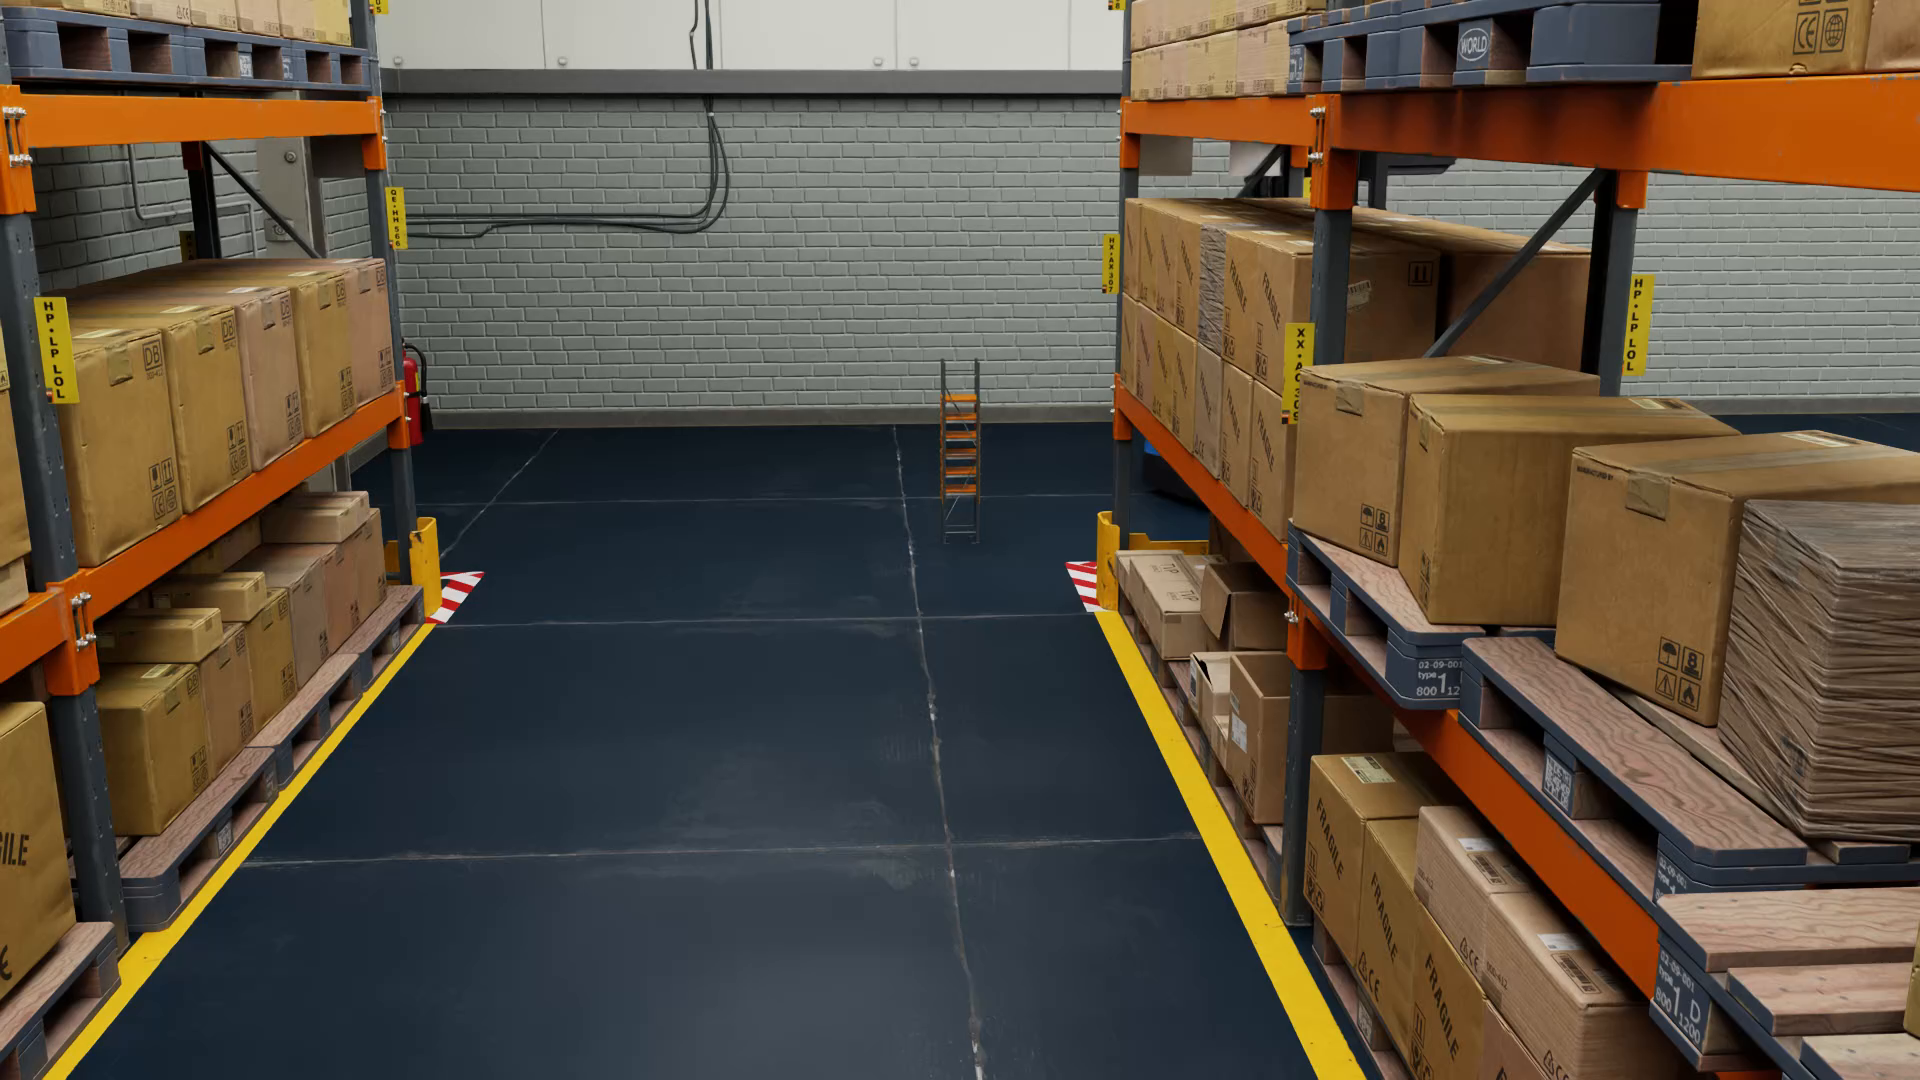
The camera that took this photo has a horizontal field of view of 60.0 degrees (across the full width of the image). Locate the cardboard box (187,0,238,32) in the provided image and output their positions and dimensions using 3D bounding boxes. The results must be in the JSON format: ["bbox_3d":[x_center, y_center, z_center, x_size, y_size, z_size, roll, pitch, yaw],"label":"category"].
[{"bbox_3d":[-3.150,-2.109,6.443,0.500,0.250,0.500,-1,14,-5],"label":"cardboard box"}]

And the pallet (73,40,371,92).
[{"bbox_3d":[-3.505,-2.267,7.977,1.003,0.211,1.213,-1,14,-3],"label":"pallet"}]

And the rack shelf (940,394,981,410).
[{"bbox_3d":[0.001,-0.883,10.784,0.258,0.103,0.180,-1,14,-3],"label":"rack shelf"}]

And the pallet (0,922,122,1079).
[{"bbox_3d":[-3.191,1.494,4.796,1.003,0.211,1.213,-1,14,-3],"label":"pallet"}]

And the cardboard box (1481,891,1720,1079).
[{"bbox_3d":[1.510,1.007,3.720,0.500,0.250,0.500,-1,14,-4],"label":"cardboard box"}]

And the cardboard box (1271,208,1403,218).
[{"bbox_3d":[1.753,-1.291,7.817,0.500,0.500,0.500,0,14,-2],"label":"cardboard box"}]

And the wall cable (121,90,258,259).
[{"bbox_3d":[-4.585,-1.838,10.111,0.084,1.984,1.851,-1,14,-3],"label":"wall cable"}]

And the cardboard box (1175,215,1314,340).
[{"bbox_3d":[1.245,-1.157,7.296,0.500,0.500,0.500,-1,14,-4],"label":"cardboard box"}]

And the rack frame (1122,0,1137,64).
[{"bbox_3d":[1.382,-4.025,8.610,1.000,3.000,0.127,-1,14,-3],"label":"rack frame"}]

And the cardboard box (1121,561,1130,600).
[{"bbox_3d":[1.081,0.211,8.988,0.380,0.166,0.250,-1,14,-3],"label":"cardboard box"}]

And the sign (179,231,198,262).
[{"bbox_3d":[-4.116,-1.493,8.911,0.100,0.325,0.005,-1,14,-3],"label":"sign"}]

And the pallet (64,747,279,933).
[{"bbox_3d":[-3.283,1.113,6.277,1.003,0.211,1.213,-1,14,-3],"label":"pallet"}]

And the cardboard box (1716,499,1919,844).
[{"bbox_3d":[1.860,0.233,3.057,0.700,0.500,0.500,2,15,7],"label":"cardboard box"}]

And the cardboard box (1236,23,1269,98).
[{"bbox_3d":[1.314,-1.746,6.074,0.500,0.250,0.500,-1,14,-3],"label":"cardboard box"}]

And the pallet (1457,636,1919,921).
[{"bbox_3d":[1.753,0.480,3.528,1.003,0.211,1.213,-1,14,-3],"label":"pallet"}]

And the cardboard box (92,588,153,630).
[{"bbox_3d":[-3.499,0.301,6.709,0.380,0.149,0.250,-1,14,-5],"label":"cardboard box"}]

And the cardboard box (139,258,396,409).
[{"bbox_3d":[-3.520,-1.061,8.527,0.980,0.700,0.700,0,14,-1],"label":"cardboard box"}]

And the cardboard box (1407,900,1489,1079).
[{"bbox_3d":[1.484,1.254,4.267,0.500,0.500,0.500,-1,14,-3],"label":"cardboard box"}]

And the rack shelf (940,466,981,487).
[{"bbox_3d":[0.001,-0.418,10.904,0.258,0.103,0.180,-1,14,-3],"label":"rack shelf"}]

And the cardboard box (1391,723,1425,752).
[{"bbox_3d":[1.820,0.857,6.190,0.500,0.311,0.500,-1,14,-3],"label":"cardboard box"}]

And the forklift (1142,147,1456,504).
[{"bbox_3d":[2.896,-1.855,12.353,3.031,2.935,1.130,-8,16,-28],"label":"forklift"}]

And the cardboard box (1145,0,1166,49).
[{"bbox_3d":[1.178,-2.485,7.944,0.500,0.250,0.500,-1,14,-3],"label":"cardboard box"}]

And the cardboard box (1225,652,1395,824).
[{"bbox_3d":[1.312,0.736,6.281,0.500,0.500,0.500,-1,14,-3],"label":"cardboard box"}]

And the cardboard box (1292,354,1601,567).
[{"bbox_3d":[1.436,-0.255,4.955,0.700,0.500,0.500,-6,16,-22],"label":"cardboard box"}]

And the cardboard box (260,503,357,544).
[{"bbox_3d":[-3.212,-0.084,8.204,0.380,0.149,0.250,0,14,-2],"label":"cardboard box"}]

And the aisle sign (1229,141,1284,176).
[{"bbox_3d":[1.684,-2.400,9.118,0.394,0.787,0.004,-1,14,-3],"label":"aisle sign"}]

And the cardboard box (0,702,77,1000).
[{"bbox_3d":[-3.144,0.950,4.785,0.750,0.750,0.750,-1,14,-3],"label":"cardboard box"}]

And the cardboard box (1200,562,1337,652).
[{"bbox_3d":[1.508,0.404,7.563,0.797,0.503,0.637,-1,14,-3],"label":"cardboard box"}]

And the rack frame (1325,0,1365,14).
[{"bbox_3d":[1.630,-3.030,4.743,1.000,3.000,0.127,-1,14,-3],"label":"rack frame"}]

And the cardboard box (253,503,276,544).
[{"bbox_3d":[-3.594,-0.078,8.183,0.380,0.149,0.250,-1,14,-3],"label":"cardboard box"}]

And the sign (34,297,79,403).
[{"bbox_3d":[-2.773,-0.580,5.098,0.100,0.325,0.005,-1,14,-3],"label":"sign"}]

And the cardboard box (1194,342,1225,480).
[{"bbox_3d":[1.276,-0.549,6.941,0.500,0.500,0.500,-1,14,-2],"label":"cardboard box"}]

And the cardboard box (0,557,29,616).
[{"bbox_3d":[-3.010,0.144,4.909,0.380,0.149,0.250,-1,14,-3],"label":"cardboard box"}]

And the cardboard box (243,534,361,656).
[{"bbox_3d":[-3.387,0.262,8.161,0.700,0.500,0.500,-1,14,-4],"label":"cardboard box"}]

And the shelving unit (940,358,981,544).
[{"bbox_3d":[0.001,-0.577,10.863,0.258,1.200,0.189,-1,14,-3],"label":"shelving unit"}]

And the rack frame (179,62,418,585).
[{"bbox_3d":[-3.562,-1.042,9.056,1.000,3.000,0.127,-1,14,-3],"label":"rack frame"}]

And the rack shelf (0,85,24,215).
[{"bbox_3d":[-3.190,-0.654,2.973,1.077,0.370,4.000,-1,14,-3],"label":"rack shelf"}]

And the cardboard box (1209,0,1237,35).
[{"bbox_3d":[1.273,-2.112,6.494,0.500,0.250,0.500,-1,14,-3],"label":"cardboard box"}]

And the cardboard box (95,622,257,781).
[{"bbox_3d":[-3.286,0.647,6.664,0.700,0.500,0.500,-1,14,-4],"label":"cardboard box"}]

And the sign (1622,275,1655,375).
[{"bbox_3d":[2.184,-0.695,5.383,0.100,0.325,0.005,-1,14,-3],"label":"sign"}]

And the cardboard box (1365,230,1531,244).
[{"bbox_3d":[1.849,-0.907,6.325,0.500,0.500,0.500,-1,14,-5],"label":"cardboard box"}]

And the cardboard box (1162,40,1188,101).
[{"bbox_3d":[1.211,-2.119,7.523,0.500,0.250,0.500,-1,14,-3],"label":"cardboard box"}]

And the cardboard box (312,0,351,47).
[{"bbox_3d":[-3.251,-2.496,7.945,0.500,0.250,0.500,0,14,-2],"label":"cardboard box"}]

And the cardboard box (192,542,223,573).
[{"bbox_3d":[-3.546,0.111,7.448,0.380,0.149,0.250,-1,14,-3],"label":"cardboard box"}]

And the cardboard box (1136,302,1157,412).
[{"bbox_3d":[1.184,-0.925,8.402,0.500,0.500,0.500,-1,14,-4],"label":"cardboard box"}]

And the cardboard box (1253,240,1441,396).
[{"bbox_3d":[1.340,-0.779,5.827,0.500,0.500,0.500,-1,14,-3],"label":"cardboard box"}]

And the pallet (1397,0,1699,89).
[{"bbox_3d":[1.668,-1.065,3.504,1.213,0.211,1.003,-1,14,-3],"label":"pallet"}]

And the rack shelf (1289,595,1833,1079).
[{"bbox_3d":[1.754,0.721,3.647,1.077,0.370,4.000,-1,14,-3],"label":"rack shelf"}]

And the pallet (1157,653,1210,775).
[{"bbox_3d":[1.510,0.751,7.684,1.003,0.211,1.213,-1,14,-3],"label":"pallet"}]

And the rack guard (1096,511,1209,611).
[{"bbox_3d":[1.387,0.110,9.595,1.175,0.500,0.348,-1,14,-3],"label":"rack guard"}]

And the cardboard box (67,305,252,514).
[{"bbox_3d":[-3.371,-0.509,6.384,0.980,0.700,0.700,-1,14,-5],"label":"cardboard box"}]

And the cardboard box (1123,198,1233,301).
[{"bbox_3d":[1.147,-1.538,8.775,0.500,0.500,0.500,0,14,-2],"label":"cardboard box"}]
